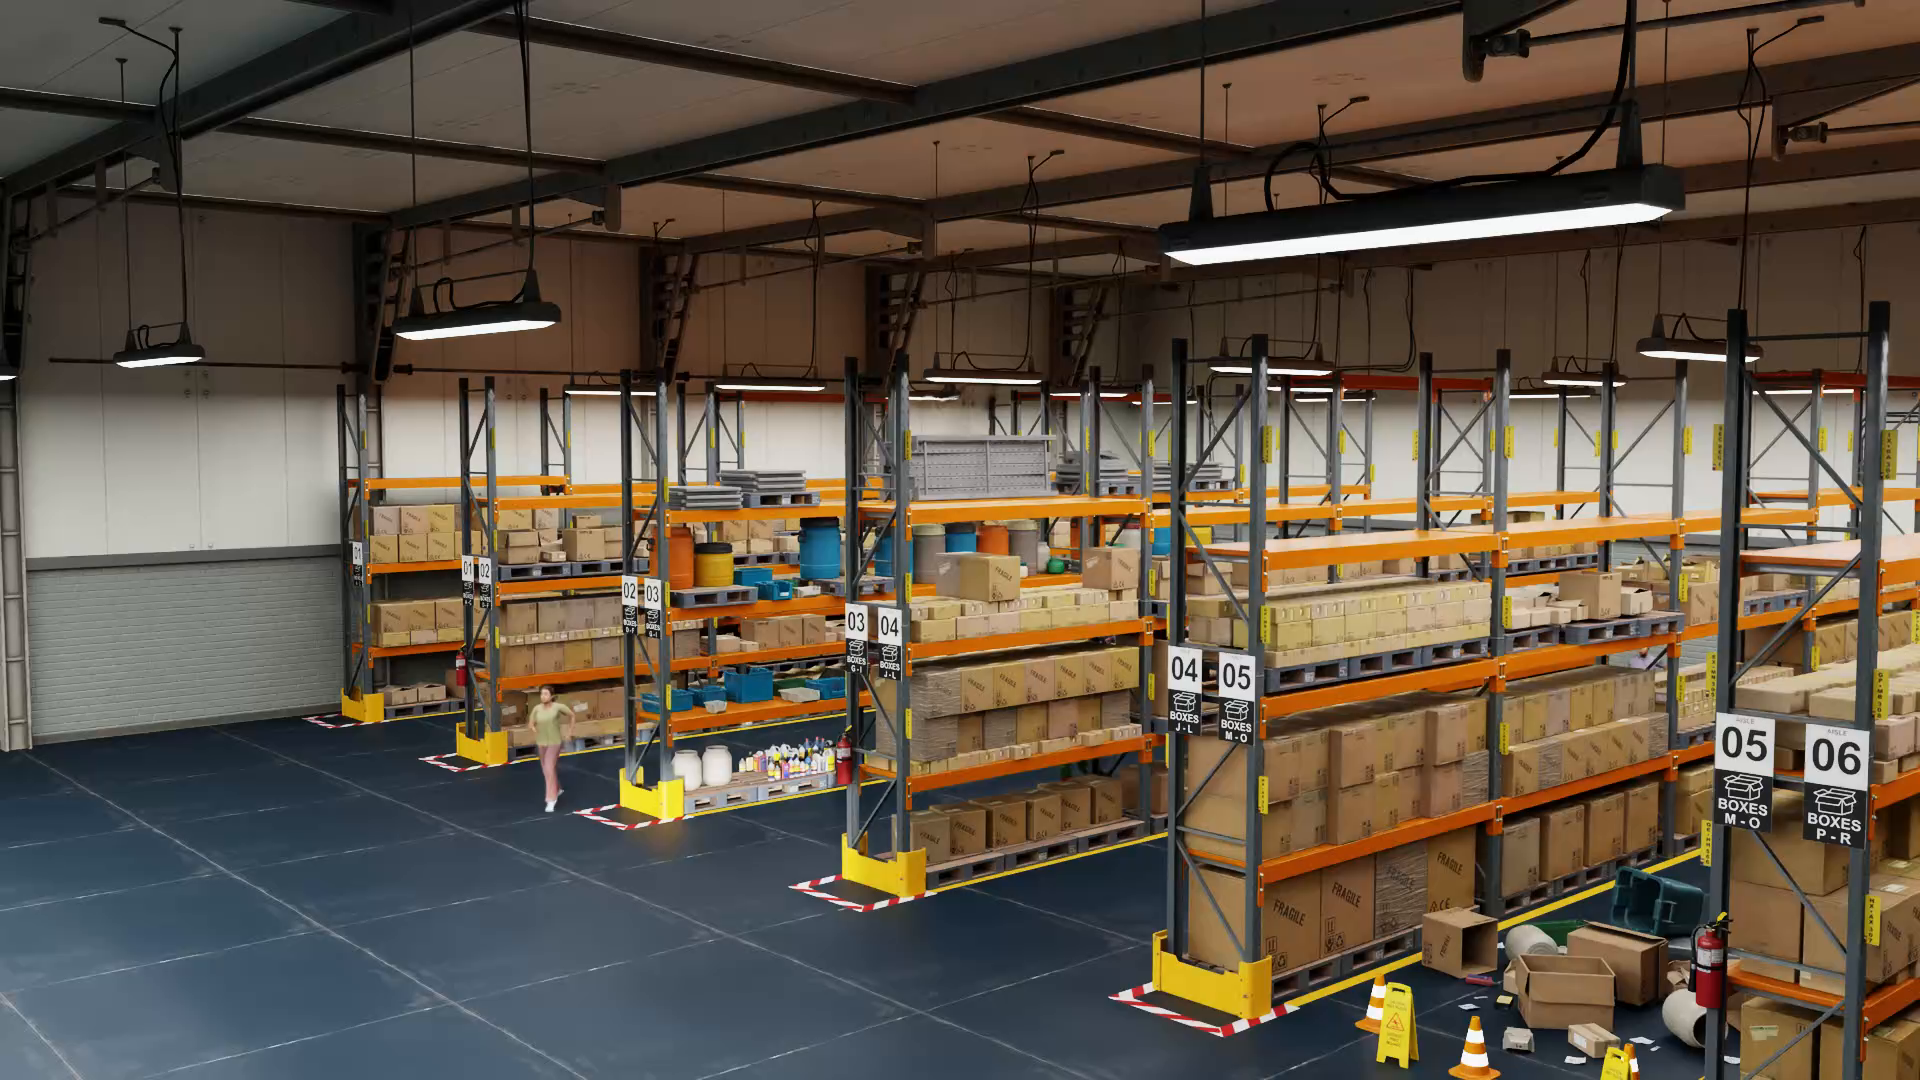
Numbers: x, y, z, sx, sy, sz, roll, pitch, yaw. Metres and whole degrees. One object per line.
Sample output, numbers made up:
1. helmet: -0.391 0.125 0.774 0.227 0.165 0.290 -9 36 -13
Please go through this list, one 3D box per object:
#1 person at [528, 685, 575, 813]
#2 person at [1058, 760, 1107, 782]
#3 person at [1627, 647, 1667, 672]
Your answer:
1. person: -5.612 2.839 22.806 0.587 1.728 0.738 1 4 12
2. person: 1.682 2.809 23.029 0.996 1.780 0.670 -3 5 -41
3. person: 11.418 2.516 27.743 0.594 1.627 0.703 3 5 41
